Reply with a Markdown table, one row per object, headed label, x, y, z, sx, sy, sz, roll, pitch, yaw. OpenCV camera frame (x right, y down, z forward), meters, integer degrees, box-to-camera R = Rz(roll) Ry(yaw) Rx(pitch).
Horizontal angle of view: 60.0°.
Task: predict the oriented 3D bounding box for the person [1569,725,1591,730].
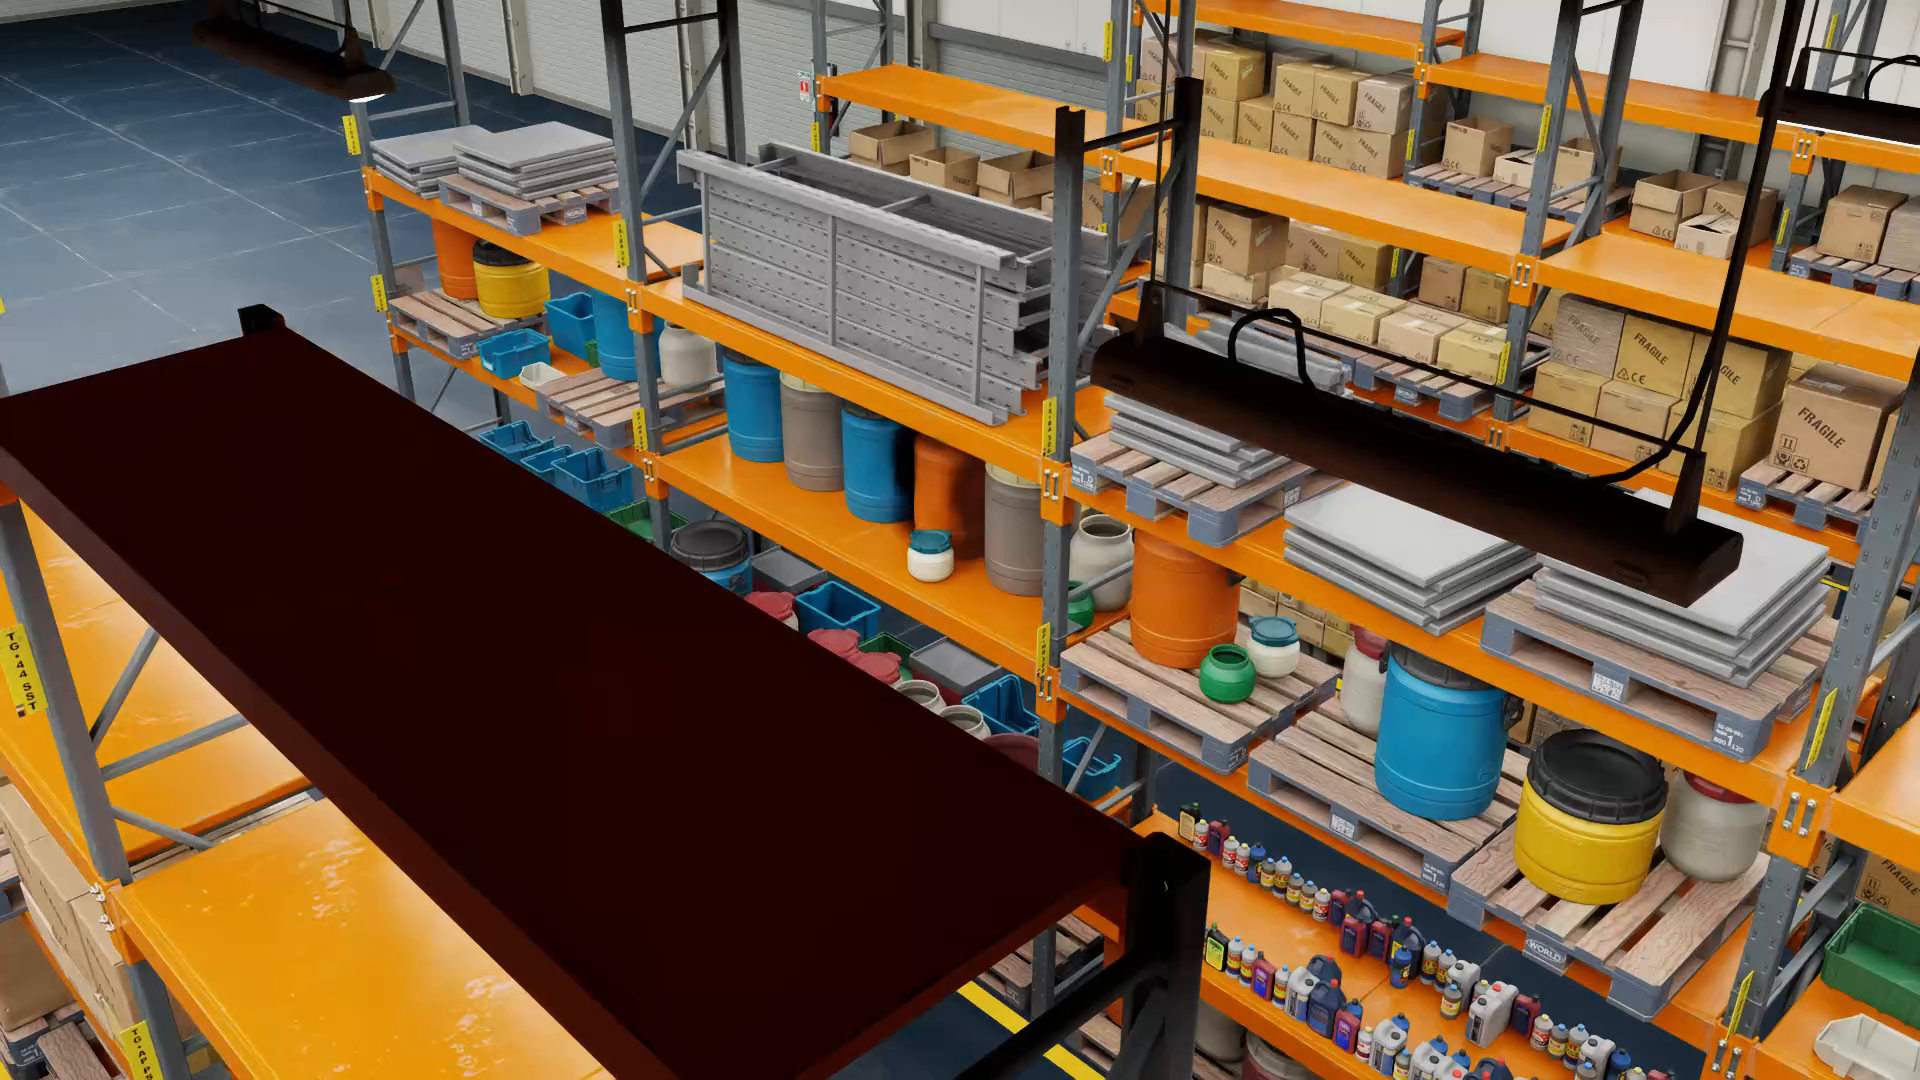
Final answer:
| label | x | y | z | sx | sy | sz | roll | pitch | yaw |
| --- | --- | --- | --- | --- | --- | --- | --- | --- | --- |
| person | 4.308 | 1.869 | 11.593 | 0.492 | 1.694 | 0.437 | 23 | 36 | 36 |
